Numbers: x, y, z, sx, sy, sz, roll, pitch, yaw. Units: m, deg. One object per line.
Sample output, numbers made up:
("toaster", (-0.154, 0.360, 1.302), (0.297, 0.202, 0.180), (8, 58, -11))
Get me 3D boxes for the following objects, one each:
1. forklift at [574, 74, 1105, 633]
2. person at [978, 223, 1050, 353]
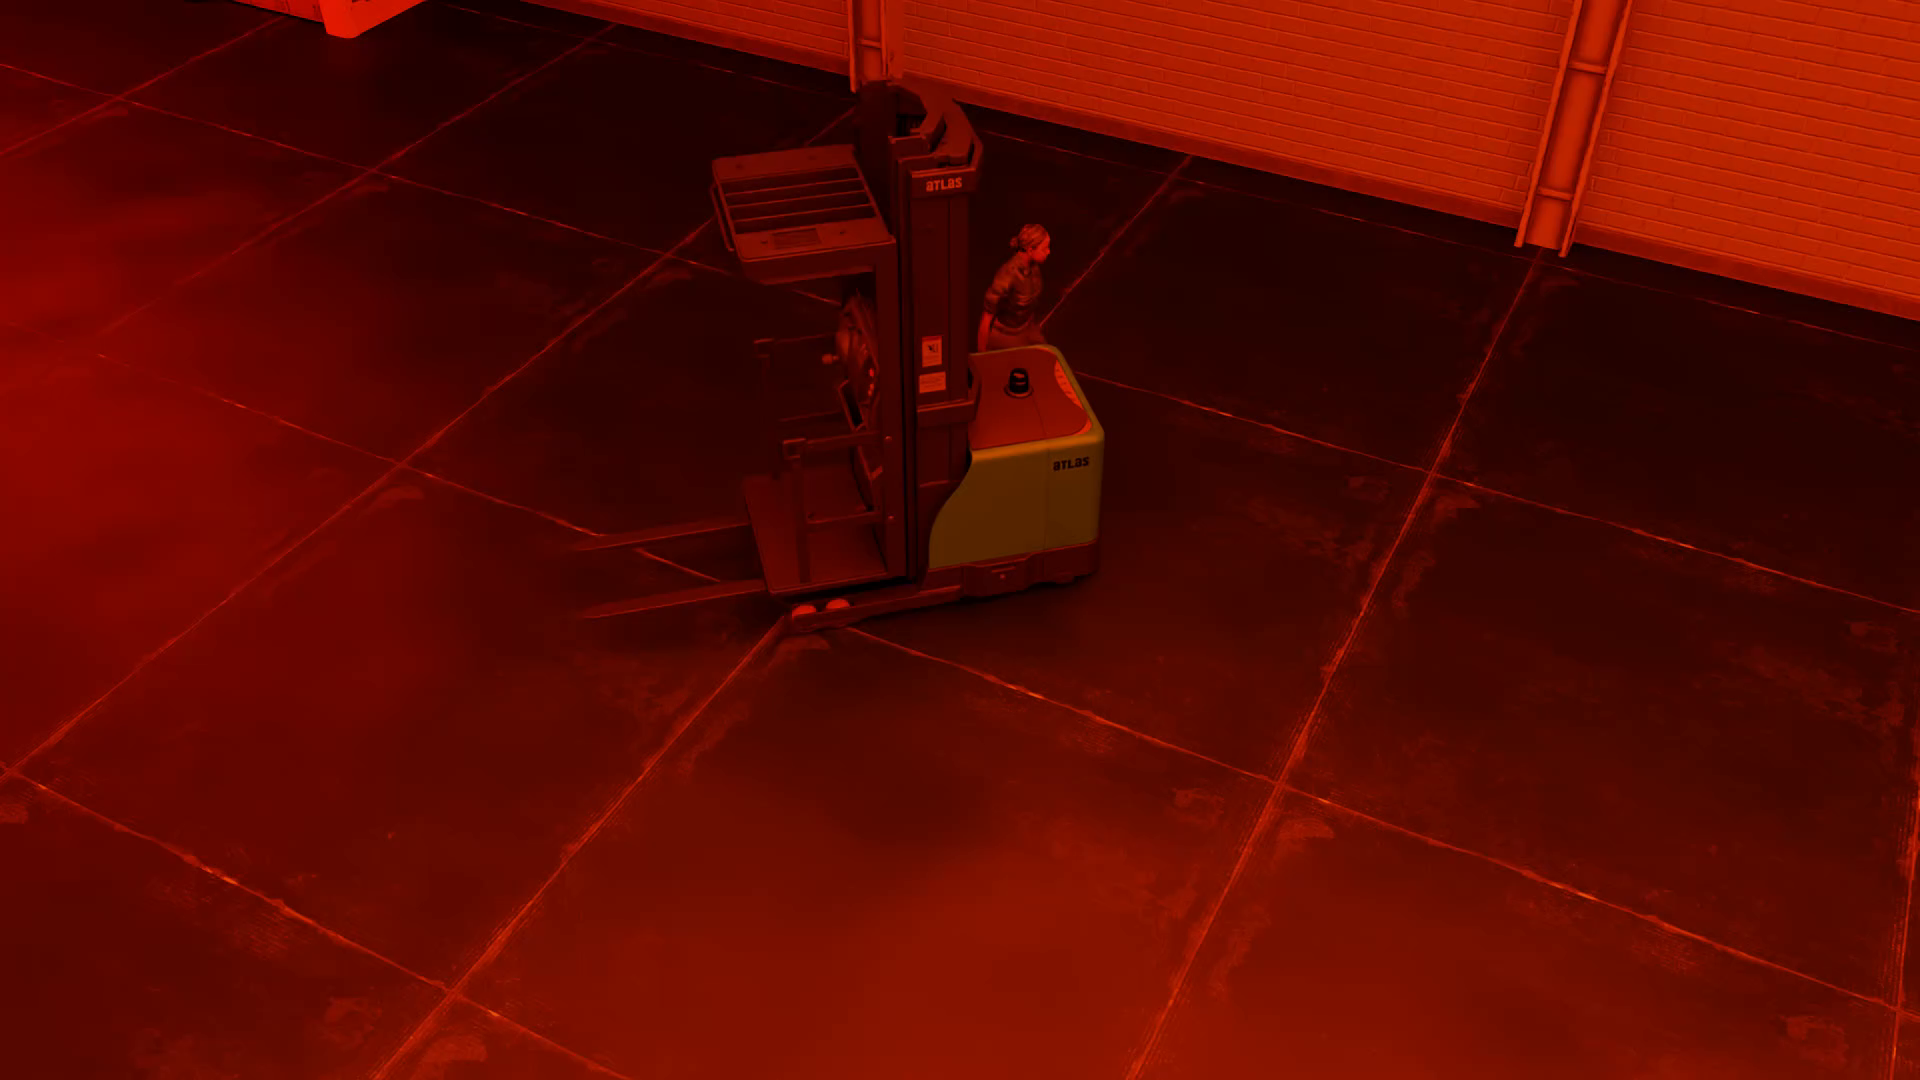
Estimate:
("forklift", (-0.743, -0.961, 9.127), (3.031, 2.935, 1.130), (-9, 41, -11))
("person", (0.360, -1.299, 10.557), (0.385, 1.628, 0.791), (19, 44, 21))
